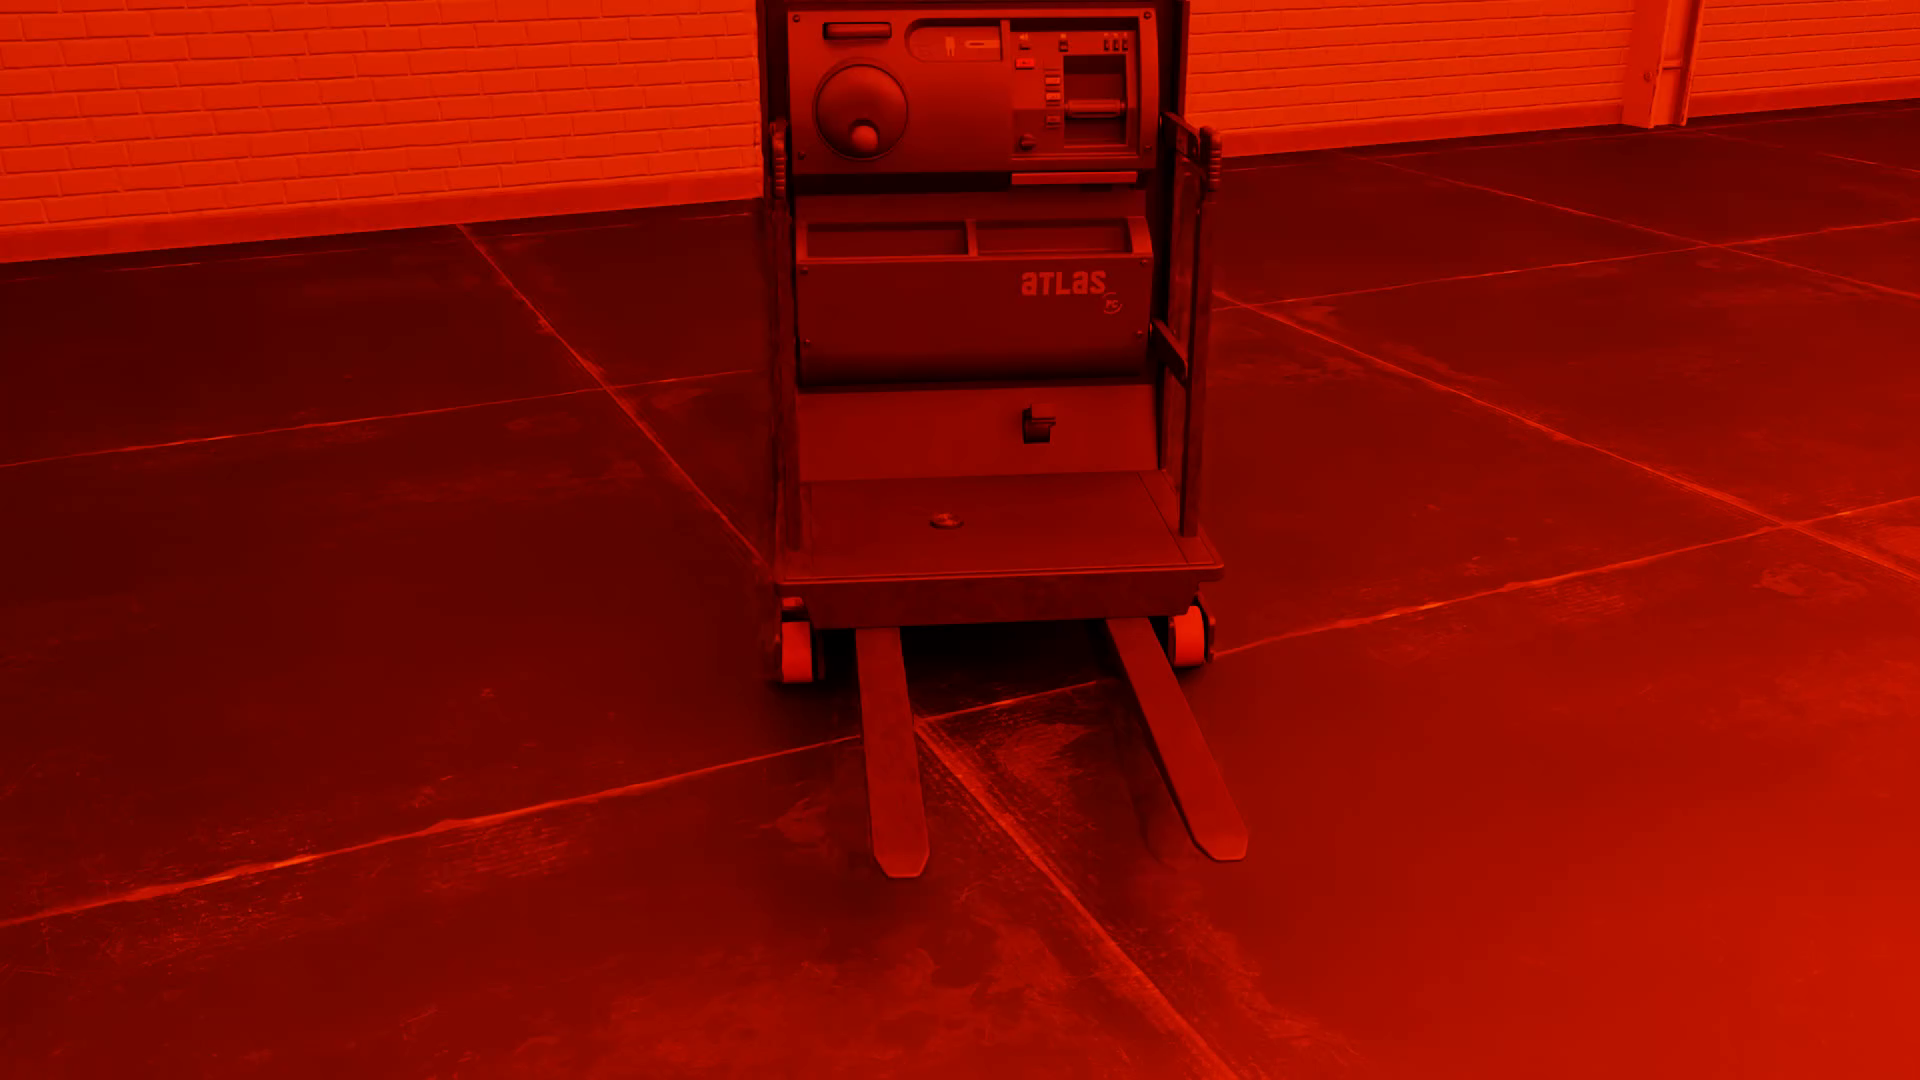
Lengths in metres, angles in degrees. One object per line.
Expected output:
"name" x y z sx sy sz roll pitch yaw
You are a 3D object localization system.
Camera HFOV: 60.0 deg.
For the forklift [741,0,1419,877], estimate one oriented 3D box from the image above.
"forklift" 0.166 -1.128 4.002 1.130 2.935 3.031 -6 23 -14
